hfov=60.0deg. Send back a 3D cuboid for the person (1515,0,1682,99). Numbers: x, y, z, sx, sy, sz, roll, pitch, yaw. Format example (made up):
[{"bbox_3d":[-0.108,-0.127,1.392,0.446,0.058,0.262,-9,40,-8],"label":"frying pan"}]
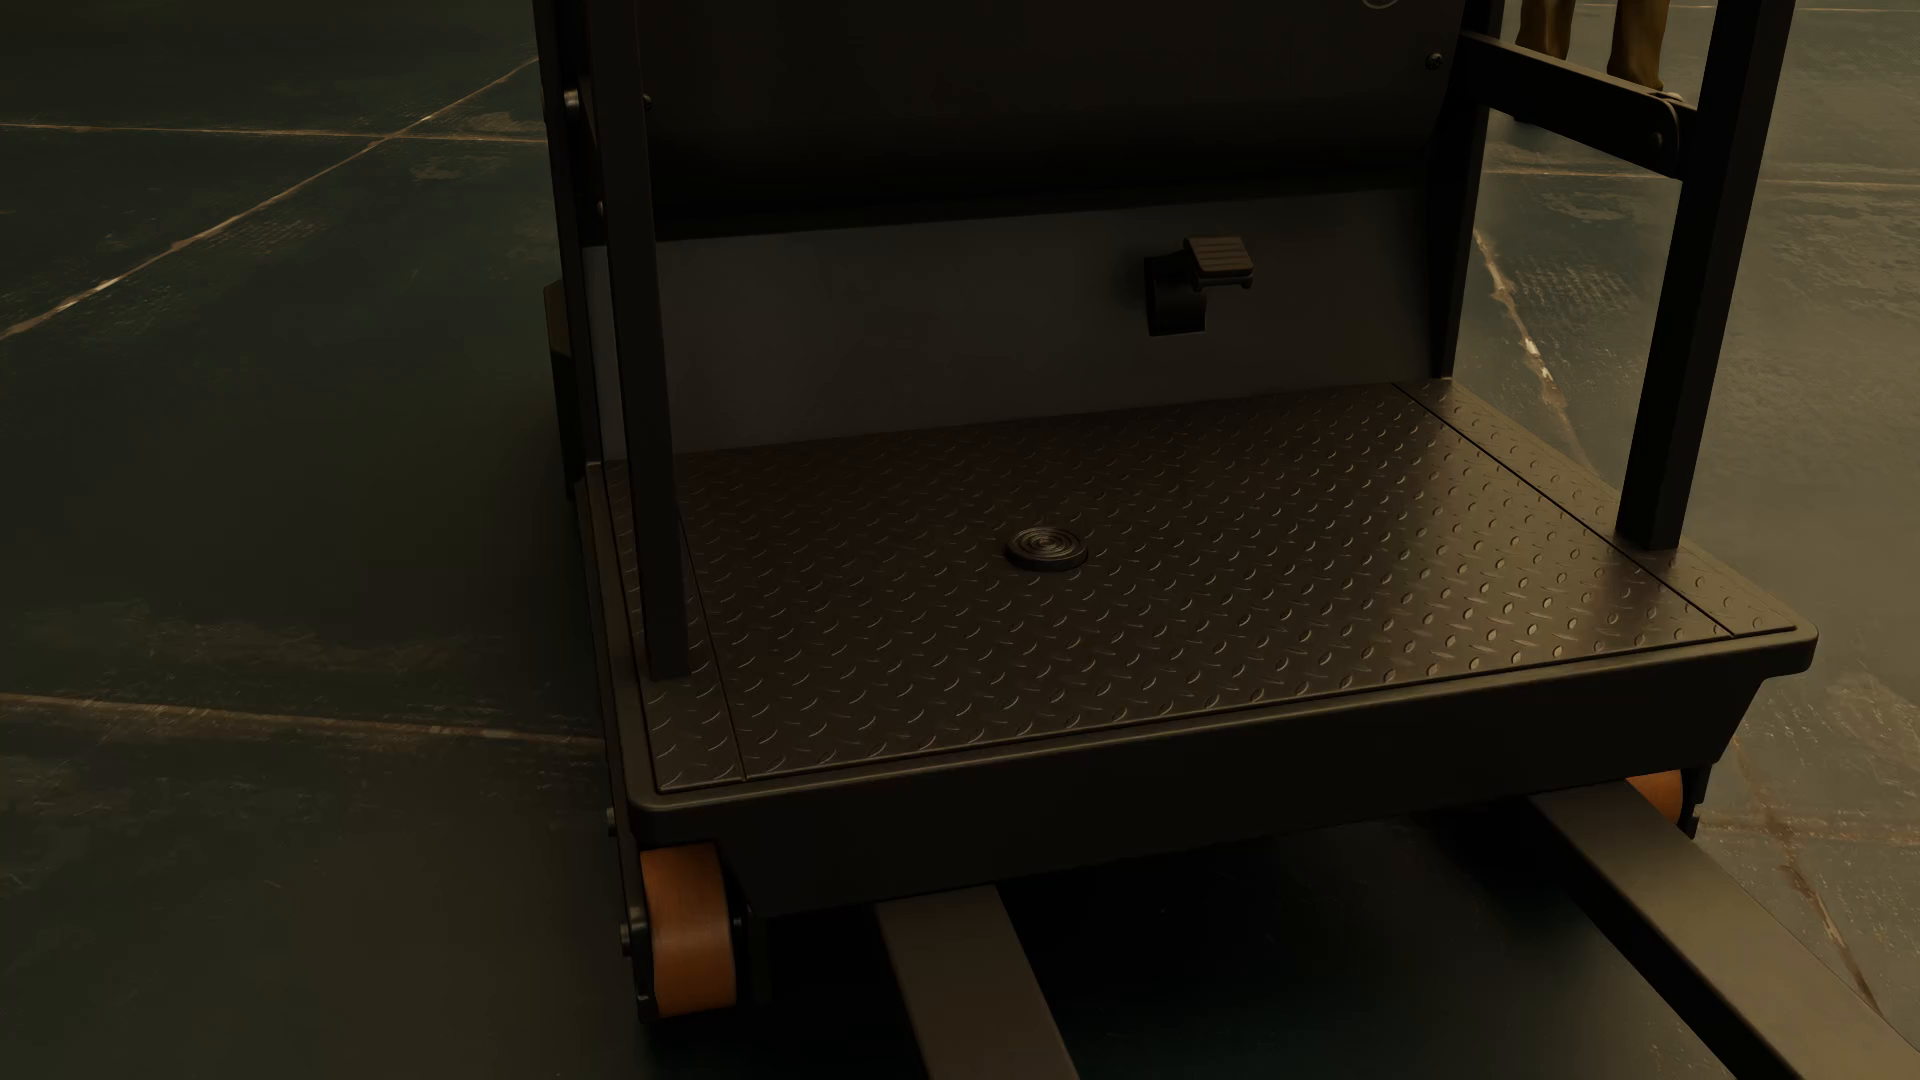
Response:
[{"bbox_3d":[1.866,-2.092,4.707,0.652,1.773,0.434,15,30,28],"label":"person"}]

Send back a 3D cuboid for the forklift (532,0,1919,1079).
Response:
[{"bbox_3d":[0.153,-1.049,1.319,1.130,2.935,3.031,-7,27,-13],"label":"forklift"}]
